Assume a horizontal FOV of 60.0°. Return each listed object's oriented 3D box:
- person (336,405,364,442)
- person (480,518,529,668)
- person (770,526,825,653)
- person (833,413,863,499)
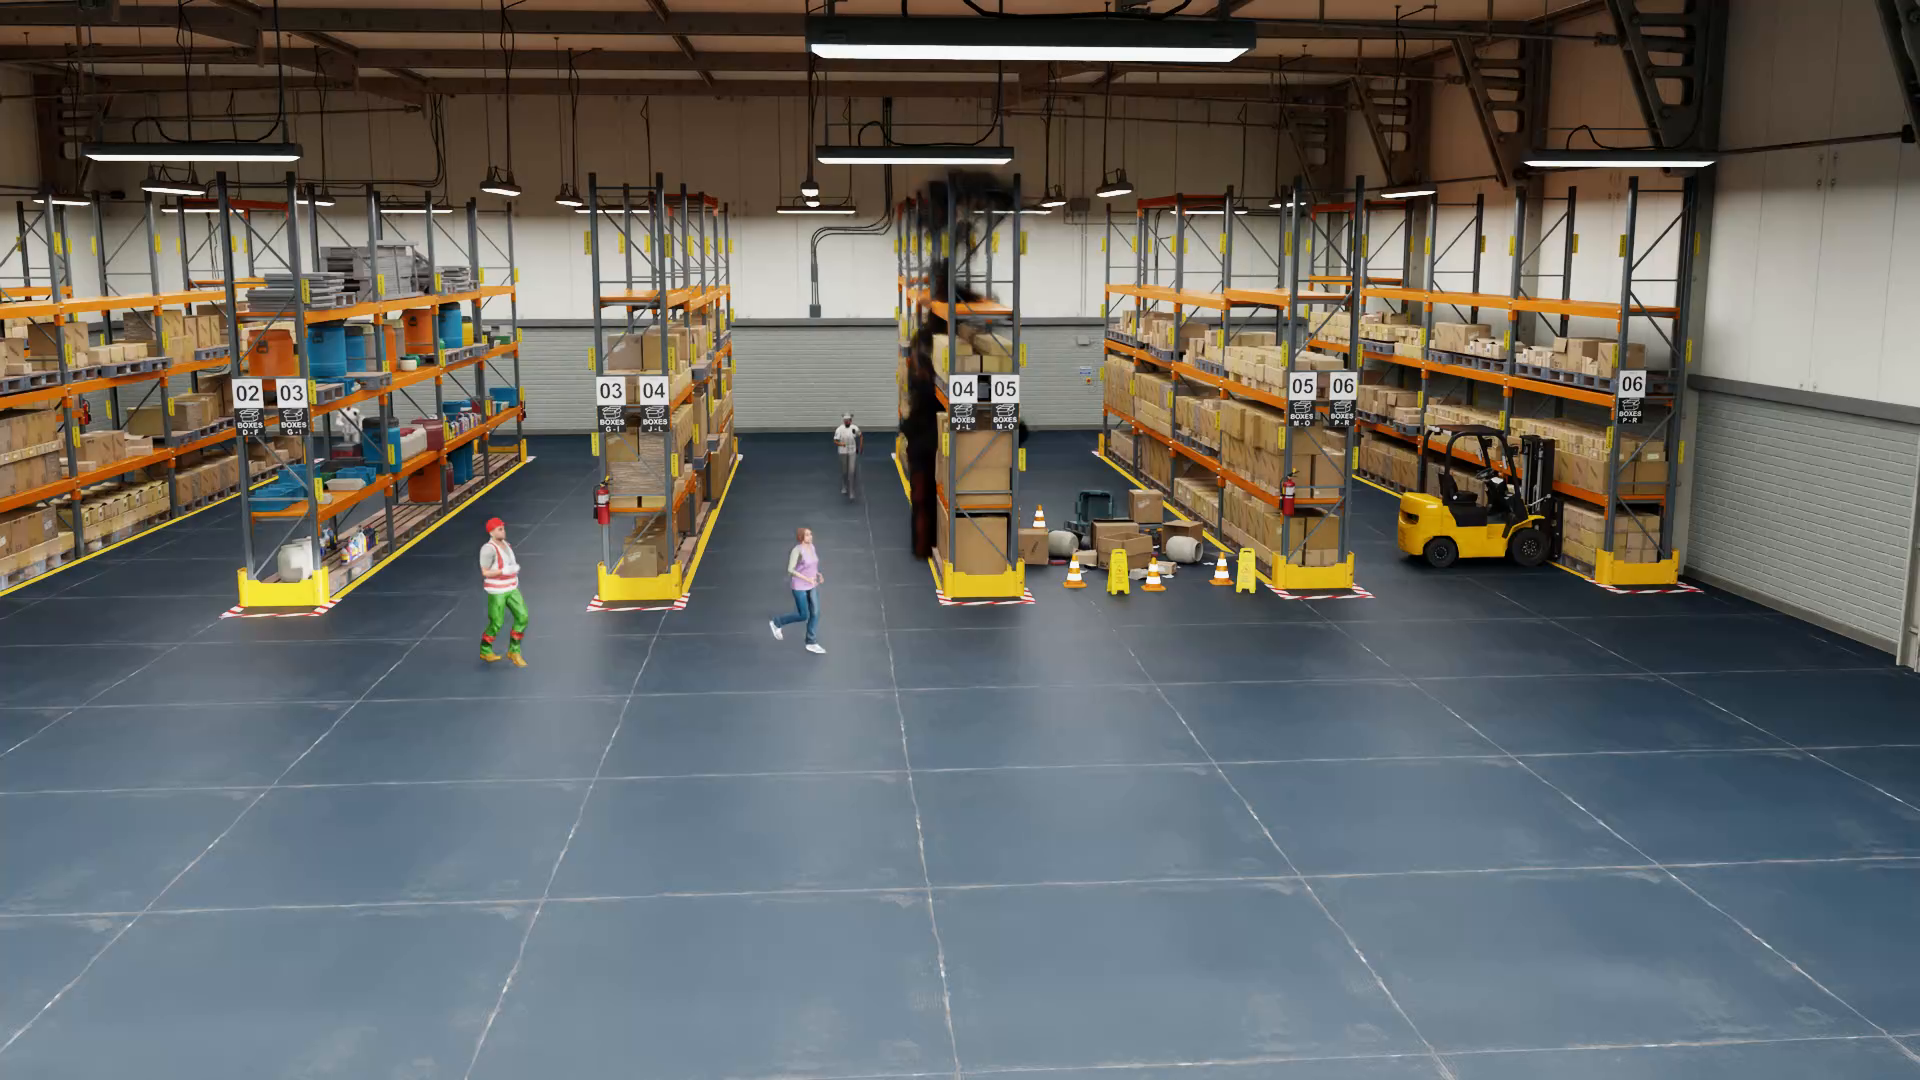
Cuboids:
[{"bbox_3d":[-13.670,-2.365,37.286,0.559,1.724,0.751,-3,10,-14],"label":"person"},{"bbox_3d":[-5.477,0.643,19.931,0.716,1.837,0.631,5,11,26],"label":"person"},{"bbox_3d":[-1.999,0.608,20.818,0.741,1.592,0.545,6,12,30],"label":"person"},{"bbox_3d":[-2.253,-1.711,33.570,0.593,1.758,0.767,-1,10,-3],"label":"person"}]
